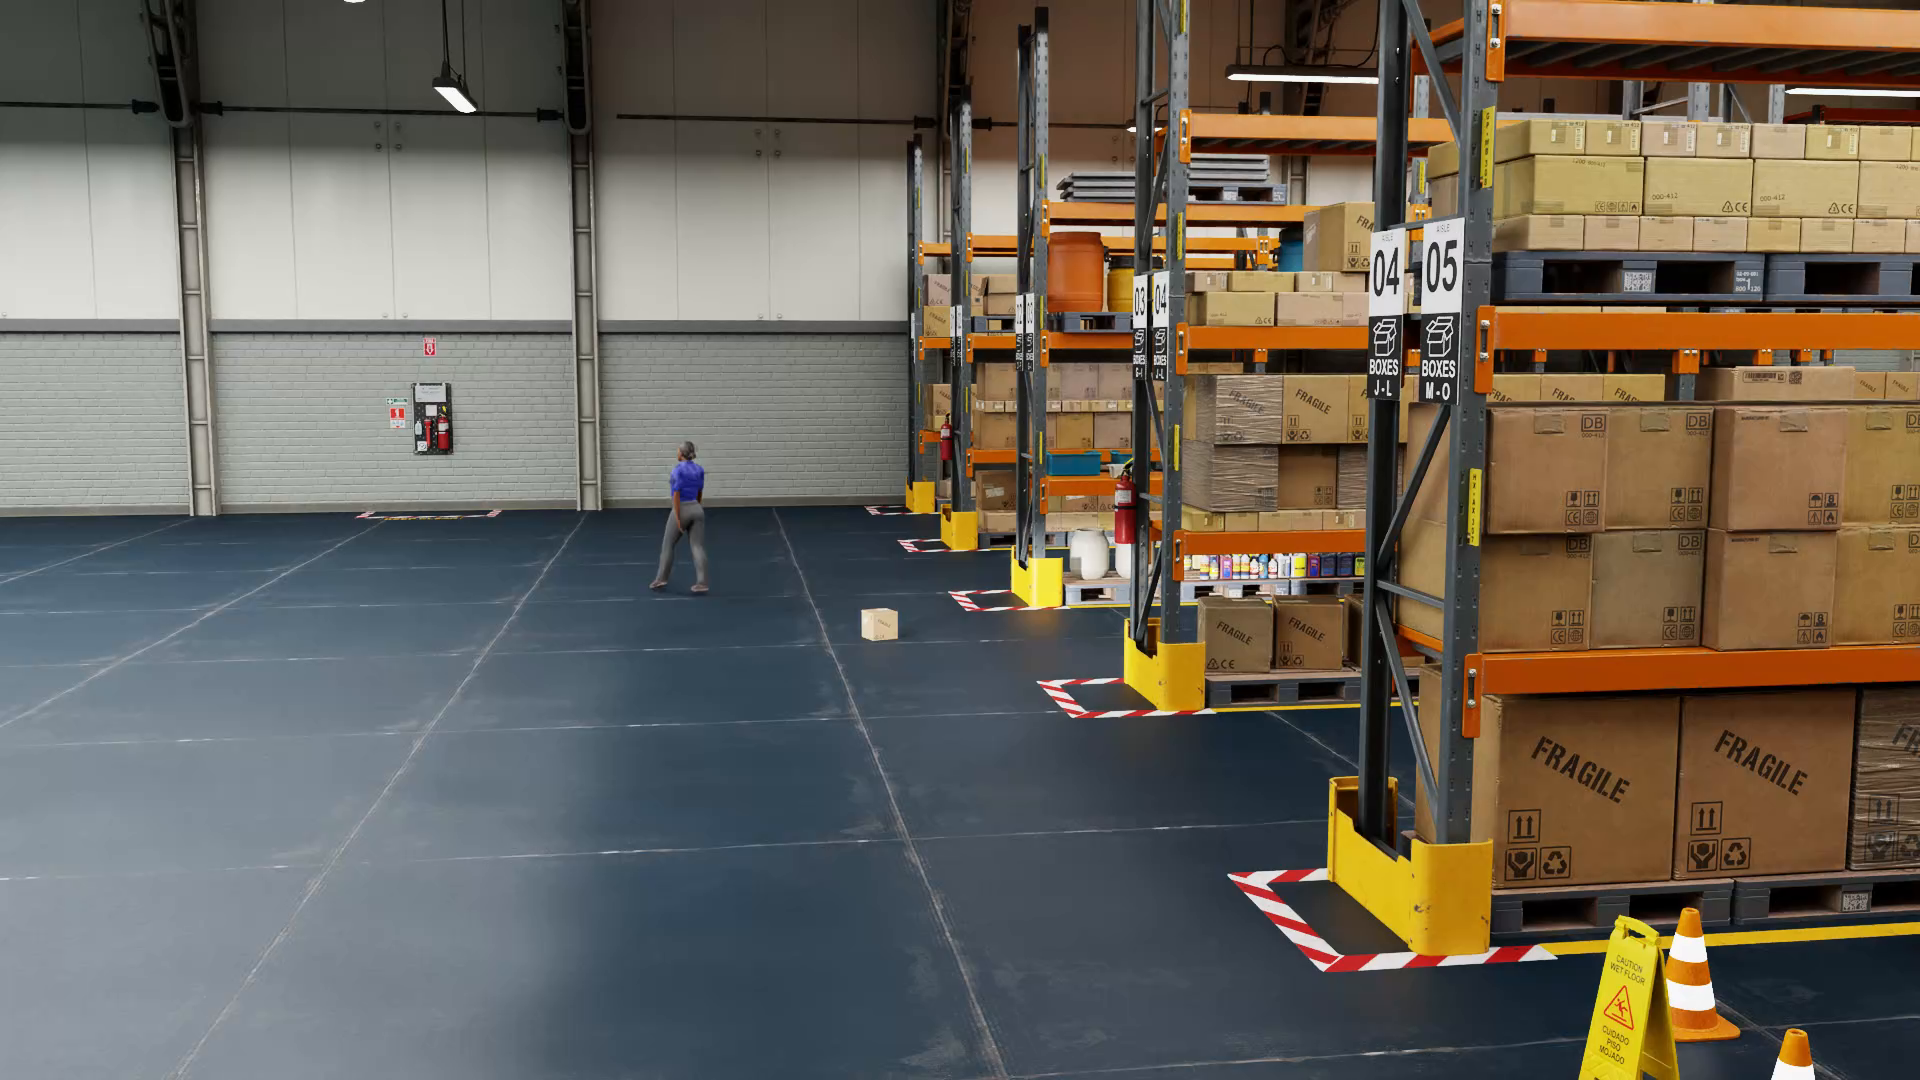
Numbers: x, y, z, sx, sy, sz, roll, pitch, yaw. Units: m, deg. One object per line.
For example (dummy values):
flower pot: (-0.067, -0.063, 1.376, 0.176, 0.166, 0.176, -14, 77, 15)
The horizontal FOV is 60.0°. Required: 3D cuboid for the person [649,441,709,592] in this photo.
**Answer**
person: (-3.021, -0.262, 18.068, 0.456, 1.636, 0.852, -6, 9, -42)
